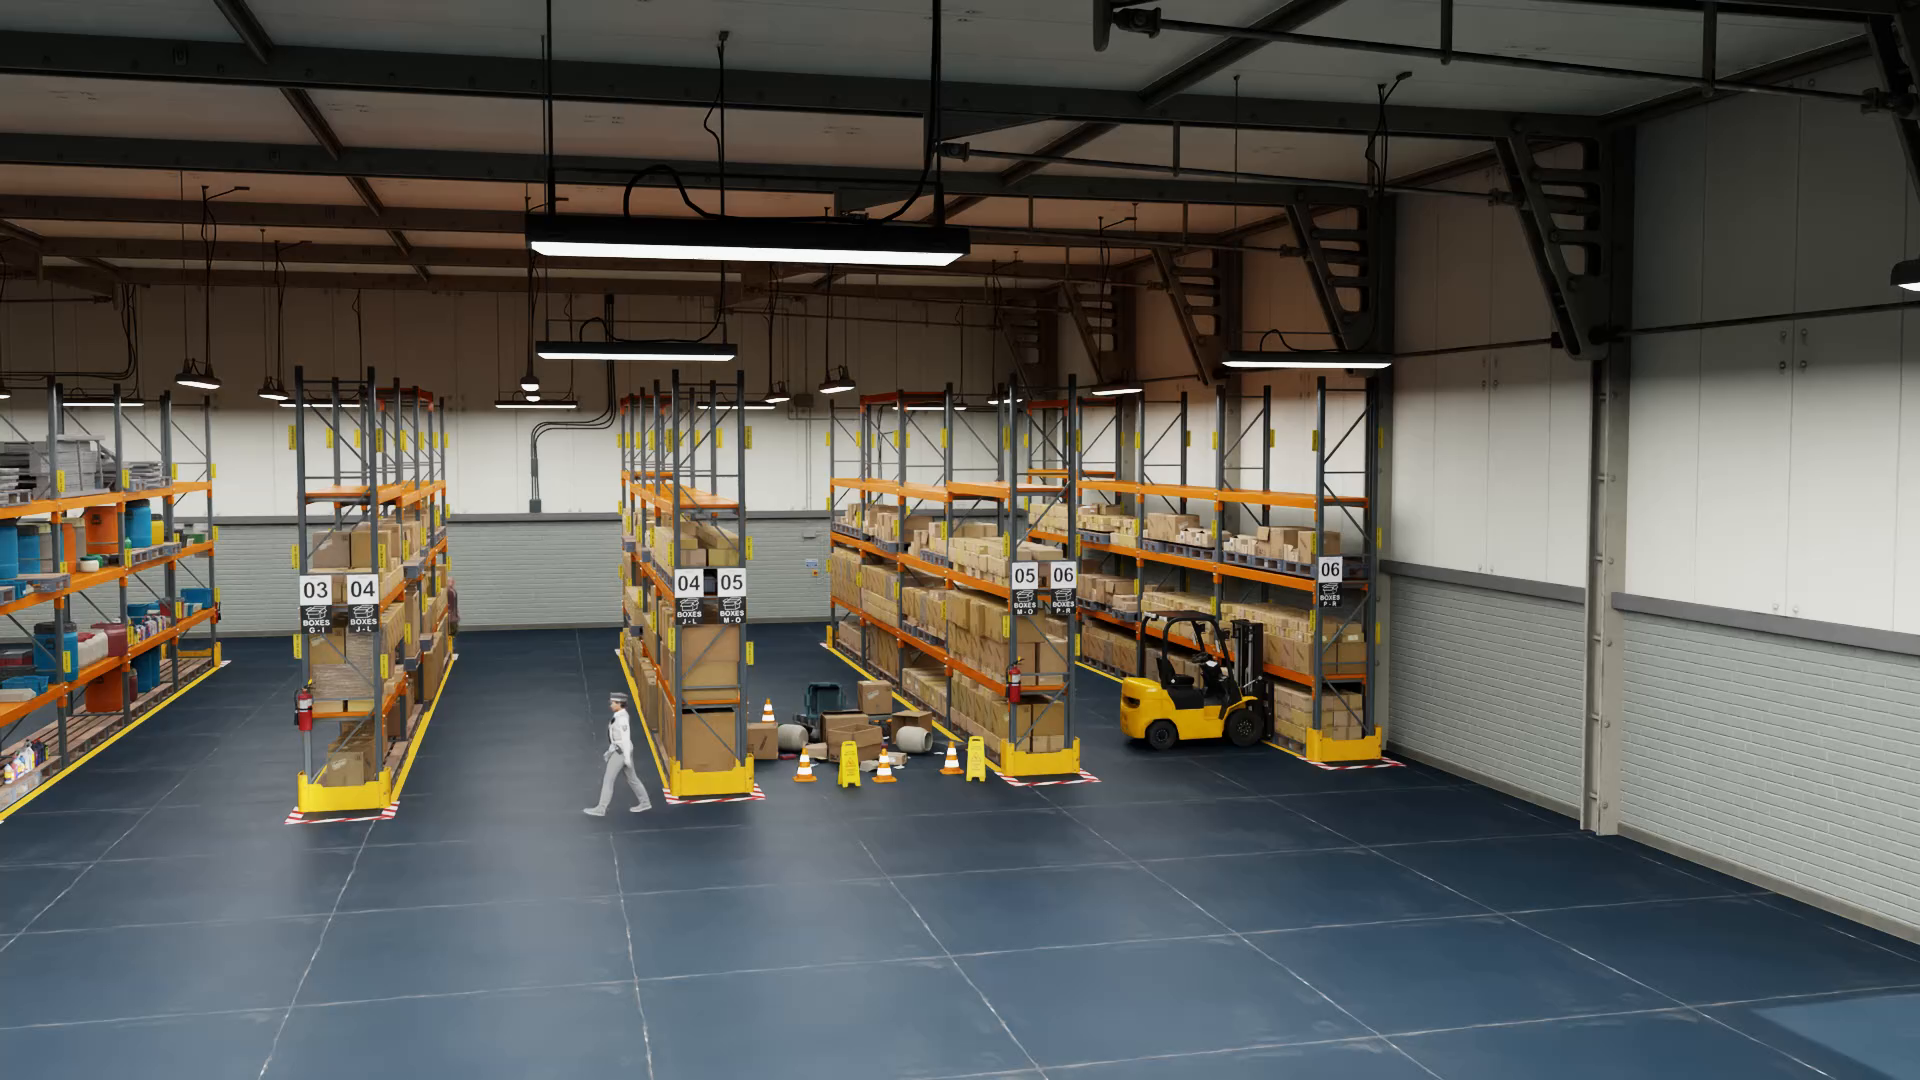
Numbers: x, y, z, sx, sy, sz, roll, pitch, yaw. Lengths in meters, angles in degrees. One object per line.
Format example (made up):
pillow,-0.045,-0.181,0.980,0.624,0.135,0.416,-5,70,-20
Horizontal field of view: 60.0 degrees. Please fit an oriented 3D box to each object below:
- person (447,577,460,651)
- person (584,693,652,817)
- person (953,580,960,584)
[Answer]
person,-12.035,1.769,39.202,0.537,1.763,0.598,0,3,3
person,-4.582,2.854,22.243,0.866,1.626,0.491,0,3,-6
person,-0.204,1.662,42.559,1.124,1.479,0.547,-1,4,-18
